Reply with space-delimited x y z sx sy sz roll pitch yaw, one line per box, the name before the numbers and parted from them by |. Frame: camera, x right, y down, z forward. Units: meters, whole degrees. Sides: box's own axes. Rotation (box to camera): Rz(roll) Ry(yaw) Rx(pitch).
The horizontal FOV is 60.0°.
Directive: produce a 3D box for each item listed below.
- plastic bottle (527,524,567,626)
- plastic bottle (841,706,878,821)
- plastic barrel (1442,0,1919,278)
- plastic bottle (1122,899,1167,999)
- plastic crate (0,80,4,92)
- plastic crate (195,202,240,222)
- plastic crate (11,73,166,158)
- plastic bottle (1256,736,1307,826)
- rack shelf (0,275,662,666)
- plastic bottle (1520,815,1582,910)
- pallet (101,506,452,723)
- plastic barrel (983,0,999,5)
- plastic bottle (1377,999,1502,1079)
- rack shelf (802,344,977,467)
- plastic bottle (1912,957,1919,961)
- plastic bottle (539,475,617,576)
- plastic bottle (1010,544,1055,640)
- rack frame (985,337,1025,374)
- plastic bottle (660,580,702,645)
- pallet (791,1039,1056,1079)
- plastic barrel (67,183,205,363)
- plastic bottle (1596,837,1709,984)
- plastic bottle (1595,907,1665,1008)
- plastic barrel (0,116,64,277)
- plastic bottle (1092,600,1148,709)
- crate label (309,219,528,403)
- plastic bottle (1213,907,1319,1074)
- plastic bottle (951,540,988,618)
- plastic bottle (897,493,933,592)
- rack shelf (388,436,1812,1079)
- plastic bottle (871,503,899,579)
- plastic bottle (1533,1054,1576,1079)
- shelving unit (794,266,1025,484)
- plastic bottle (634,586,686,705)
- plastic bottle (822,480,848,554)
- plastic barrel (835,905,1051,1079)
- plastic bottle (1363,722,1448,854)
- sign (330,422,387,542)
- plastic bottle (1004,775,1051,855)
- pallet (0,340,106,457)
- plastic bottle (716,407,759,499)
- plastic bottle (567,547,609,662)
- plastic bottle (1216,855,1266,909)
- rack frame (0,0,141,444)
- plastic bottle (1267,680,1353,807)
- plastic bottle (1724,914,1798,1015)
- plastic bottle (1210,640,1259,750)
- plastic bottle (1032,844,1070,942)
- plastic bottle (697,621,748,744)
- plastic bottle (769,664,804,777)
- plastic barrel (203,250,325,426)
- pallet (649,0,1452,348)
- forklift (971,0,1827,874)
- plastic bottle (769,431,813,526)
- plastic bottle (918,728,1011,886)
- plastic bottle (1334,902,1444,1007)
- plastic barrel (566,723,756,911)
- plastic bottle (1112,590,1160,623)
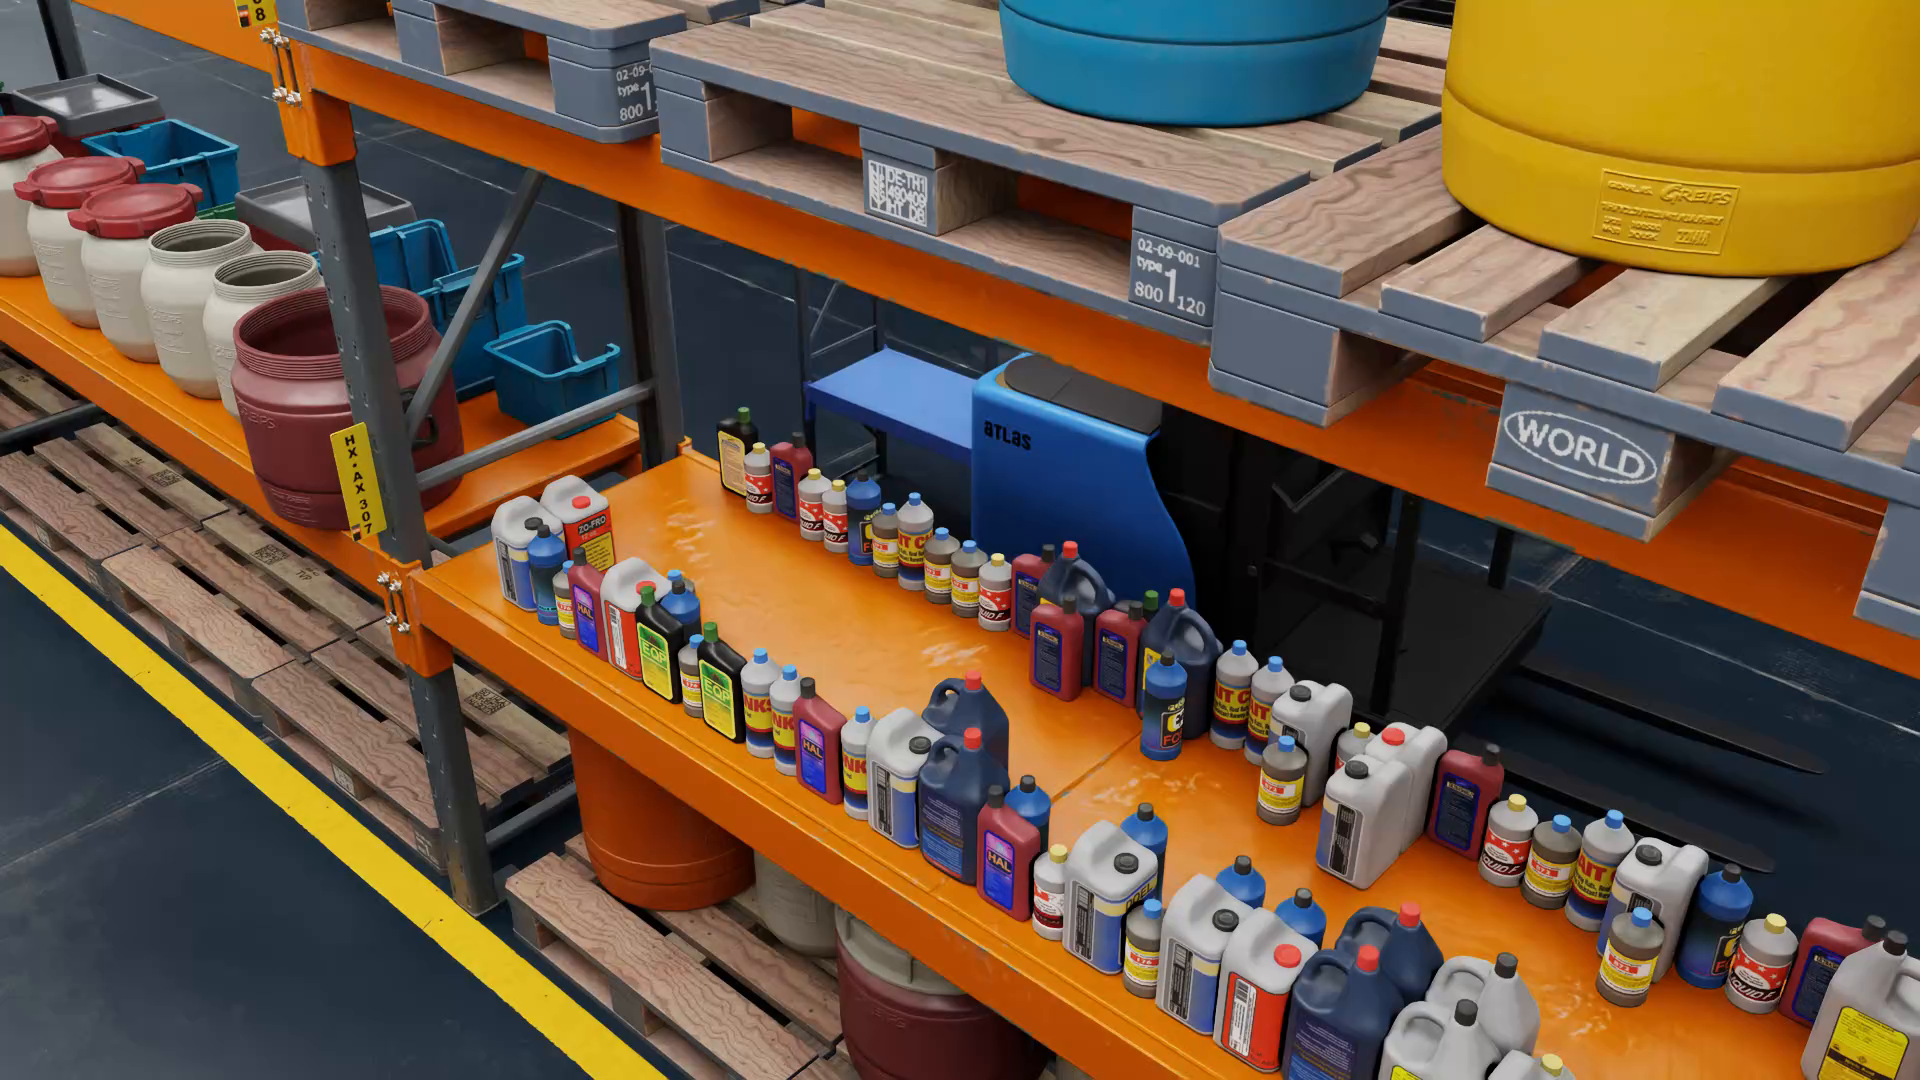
plastic bottle | -1.067 0.084 4.327 0.097 0.271 0.097 0 31 0
plastic bottle | -0.211 0.483 3.663 0.097 0.271 0.097 0 31 0
plastic barrel | 0.914 -0.695 1.998 0.600 0.588 0.600 0 31 0
plastic bottle | 0.369 0.784 3.232 0.097 0.201 0.097 0 31 0
plastic crate | -5.022 -2.167 8.146 0.662 0.188 0.450 25 39 35
plastic crate | -2.724 -1.094 6.365 0.662 0.188 0.450 25 39 35
plastic crate | -3.640 -1.657 7.031 0.583 0.464 0.402 25 39 35
plastic bottle | 0.711 0.522 3.668 0.097 0.201 0.097 0 31 0
rack shelf | -2.722 -0.679 6.168 4.000 0.370 1.077 25 39 35
plastic bottle | 1.228 0.657 3.442 0.097 0.201 0.097 0 31 0
pallet | -2.688 0.194 6.723 1.213 0.211 1.003 25 39 35
plastic barrel | 0.177 -1.263 2.992 0.433 0.535 0.433 0 31 0
plastic bottle | 0.826 0.917 2.866 0.185 0.351 0.144 25 39 35
rack shelf | -0.121 -0.532 7.028 1.000 0.185 0.538 23 38 34
plastic bottle | 1.741 0.849 3.045 0.133 0.283 0.061 25 39 35
plastic bottle | -1.033 -0.027 4.507 0.135 0.276 0.152 25 39 35
plastic bottle | 0.195 0.127 4.244 0.133 0.283 0.061 25 39 35
rack frame | 0.268 -0.517 6.654 0.032 1.500 0.500 23 38 34
plastic bottle | -0.684 0.221 4.100 0.097 0.271 0.097 0 31 0
pallet | 0.274 1.579 4.423 1.213 0.211 1.003 25 39 35
plastic barrel | -2.778 -0.919 5.737 0.433 0.535 0.433 0 31 0
plastic bottle | 1.368 0.710 3.283 0.135 0.276 0.152 25 39 35
plastic bottle | 1.298 0.796 3.212 0.097 0.201 0.097 0 31 0
plastic barrel | -3.643 -1.323 6.407 0.433 0.535 0.433 0 31 0
plastic bottle | 0.390 0.260 4.022 0.133 0.283 0.061 25 39 35
crate label | -1.794 -0.758 5.566 0.616 0.435 0.502 25 39 35
plastic bottle | 0.573 0.828 3.086 0.135 0.276 0.152 25 39 35
plastic bottle | 0.025 0.096 4.376 0.097 0.201 0.097 0 31 0
plastic bottle | -0.120 -0.002 4.469 0.097 0.271 0.097 0 31 0
rack shelf | 0.244 0.705 3.868 4.000 0.370 1.077 25 39 35
plastic bottle | -0.192 -0.005 4.543 0.097 0.201 0.097 0 31 0
plastic bottle | 1.017 0.981 2.905 0.097 0.201 0.097 0 31 0
shelving unit | -0.121 -0.686 6.935 1.048 1.500 0.538 23 38 34
plastic bottle | -0.723 0.252 4.036 0.133 0.283 0.061 25 39 35
plastic bottle | -0.336 -0.073 4.655 0.097 0.201 0.097 0 31 0
plastic barrel | -0.028 1.112 4.426 0.708 0.588 0.600 25 39 35
plastic bottle | 0.953 0.516 3.605 0.135 0.276 0.152 25 39 35
sign | -1.603 -0.152 4.437 0.005 0.325 0.100 25 39 35
plastic bottle | 0.139 0.604 3.462 0.097 0.271 0.097 0 31 0
pallet | -4.675 -0.733 8.264 1.213 0.211 1.003 25 39 35
plastic bottle | -0.653 -0.268 4.901 0.133 0.283 0.061 25 39 35
plastic bottle | -0.922 0.159 4.190 0.133 0.283 0.061 25 39 35
plastic bottle | 0.543 0.730 3.254 0.097 0.271 0.097 0 31 0
rack frame | -4.205 -1.680 7.132 0.127 3.000 1.000 25 39 35
plastic bottle | 0.781 0.436 3.738 0.135 0.276 0.152 25 39 35
plastic bottle | 1.544 0.805 3.197 0.097 0.201 0.097 0 31 0
plastic bottle | 0.641 0.353 3.880 0.097 0.271 0.097 0 31 0
plastic bottle | 0.197 0.704 3.365 0.097 0.201 0.097 0 31 0
plastic bottle | -0.552 0.332 3.904 0.133 0.283 0.061 25 39 35
plastic bottle | -0.382 0.404 3.796 0.097 0.271 0.097 0 31 0
plastic barrel | -2.145 -0.618 5.259 0.421 0.512 0.421 0 31 0
pallet | 0.237 -0.740 2.846 1.213 0.211 1.003 25 39 35
forklift | 1.503 -0.654 5.494 3.031 2.935 1.130 22 37 32
plastic bottle | -0.482 -0.189 4.768 0.133 0.283 0.061 25 39 35
plastic bottle | 0.009 0.536 3.499 0.185 0.351 0.144 25 39 35
plastic bottle | 0.785 0.798 3.064 0.185 0.351 0.144 25 39 35
plastic barrel | -0.865 0.617 5.013 0.708 0.830 0.600 25 39 35
plastic bottle | 0.431 0.237 4.061 0.133 0.283 0.061 25 39 35
